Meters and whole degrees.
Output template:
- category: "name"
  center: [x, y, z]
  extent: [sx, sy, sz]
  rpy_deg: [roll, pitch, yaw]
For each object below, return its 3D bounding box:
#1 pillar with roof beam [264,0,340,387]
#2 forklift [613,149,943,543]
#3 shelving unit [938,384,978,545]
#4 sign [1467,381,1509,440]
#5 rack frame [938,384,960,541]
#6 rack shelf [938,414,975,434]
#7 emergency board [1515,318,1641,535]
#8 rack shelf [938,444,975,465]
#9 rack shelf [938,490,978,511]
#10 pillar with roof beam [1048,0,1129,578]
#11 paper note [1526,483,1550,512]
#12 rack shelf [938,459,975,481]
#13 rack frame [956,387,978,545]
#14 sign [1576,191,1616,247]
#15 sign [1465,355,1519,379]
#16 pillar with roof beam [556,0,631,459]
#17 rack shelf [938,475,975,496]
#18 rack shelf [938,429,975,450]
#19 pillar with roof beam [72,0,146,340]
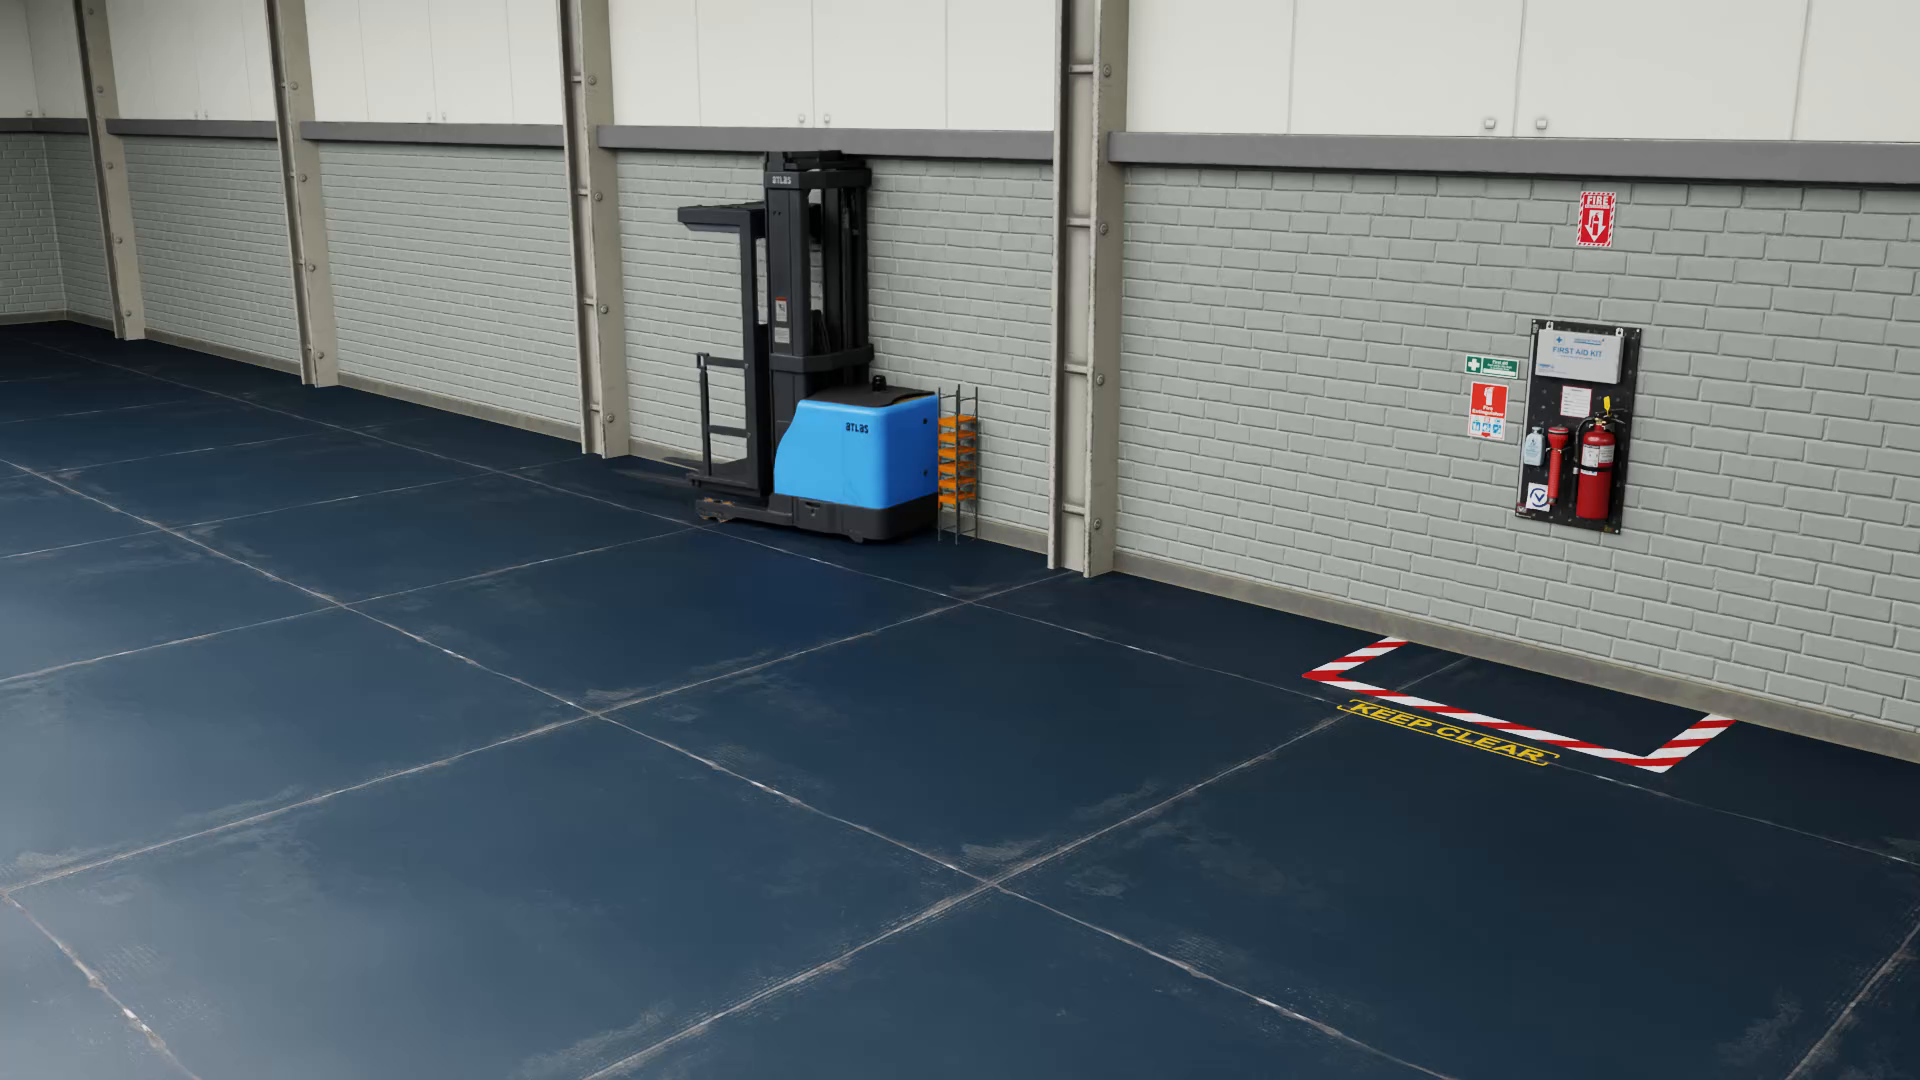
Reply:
- category: "pillar with roof beam"
  center: [-10.740, -5.465, 16.060]
  extent: [0.400, 9.000, 9.100]
  rpy_deg: [14, 20, 42]
- category: "forklift"
  center: [-1.556, -1.660, 13.491]
  extent: [3.031, 2.935, 1.130]
  rpy_deg: [10, 17, 33]
- category: "shelving unit"
  center: [-0.015, -0.581, 12.783]
  extent: [0.189, 1.200, 0.258]
  rpy_deg: [13, 20, 41]
- category: "sign"
  center: [3.127, -0.766, 9.850]
  extent: [0.234, 0.329, 0.001]
  rpy_deg: [14, 20, 42]
- category: "rack frame"
  center: [-0.082, -0.597, 12.843]
  extent: [0.006, 1.200, 0.240]
  rpy_deg: [13, 20, 41]
- category: "rack shelf"
  center: [-0.015, -0.886, 12.703]
  extent: [0.180, 0.103, 0.258]
  rpy_deg: [13, 20, 41]
- category: "emergency board"
  center: [3.453, -0.633, 9.411]
  extent: [0.643, 1.169, 0.194]
  rpy_deg: [14, 20, 42]
- category: "rack shelf"
  center: [-0.015, -0.654, 12.764]
  extent: [0.180, 0.103, 0.258]
  rpy_deg: [13, 20, 41]
- category: "rack shelf"
  center: [-0.015, -0.306, 12.854]
  extent: [0.180, 0.103, 0.258]
  rpy_deg: [13, 20, 41]
- category: "pillar with roof beam"
  center: [-2.102, -3.365, 8.000]
  extent: [0.400, 9.000, 9.100]
  rpy_deg: [14, 20, 42]
- category: "paper note"
  center: [3.374, -0.250, 9.690]
  extent: [0.142, 0.148, 0.016]
  rpy_deg: [14, 20, 42]
- category: "rack shelf"
  center: [-0.015, -0.538, 12.794]
  extent: [0.180, 0.103, 0.258]
  rpy_deg: [13, 20, 41]
- category: "rack frame"
  center: [0.052, -0.565, 12.722]
  extent: [0.006, 1.200, 0.240]
  rpy_deg: [13, 20, 41]
- category: "sign"
  center: [3.516, -1.774, 9.194]
  extent: [0.199, 0.298, 0.001]
  rpy_deg: [14, 20, 42]
- category: "sign"
  center: [3.124, -1.020, 9.774]
  extent: [0.331, 0.109, 0.001]
  rpy_deg: [14, 20, 42]
- category: "pillar with roof beam"
  center: [-6.421, -4.415, 12.030]
  extent: [0.400, 9.000, 9.100]
  rpy_deg: [14, 20, 42]
- category: "rack shelf"
  center: [-0.015, -0.422, 12.824]
  extent: [0.180, 0.103, 0.258]
  rpy_deg: [13, 20, 41]
- category: "rack shelf"
  center: [-0.015, -0.770, 12.733]
  extent: [0.180, 0.103, 0.258]
  rpy_deg: [13, 20, 41]
- category: "pillar with roof beam"
  center: [-15.060, -6.515, 20.090]
  extent: [0.400, 9.000, 9.100]
  rpy_deg: [14, 20, 42]
